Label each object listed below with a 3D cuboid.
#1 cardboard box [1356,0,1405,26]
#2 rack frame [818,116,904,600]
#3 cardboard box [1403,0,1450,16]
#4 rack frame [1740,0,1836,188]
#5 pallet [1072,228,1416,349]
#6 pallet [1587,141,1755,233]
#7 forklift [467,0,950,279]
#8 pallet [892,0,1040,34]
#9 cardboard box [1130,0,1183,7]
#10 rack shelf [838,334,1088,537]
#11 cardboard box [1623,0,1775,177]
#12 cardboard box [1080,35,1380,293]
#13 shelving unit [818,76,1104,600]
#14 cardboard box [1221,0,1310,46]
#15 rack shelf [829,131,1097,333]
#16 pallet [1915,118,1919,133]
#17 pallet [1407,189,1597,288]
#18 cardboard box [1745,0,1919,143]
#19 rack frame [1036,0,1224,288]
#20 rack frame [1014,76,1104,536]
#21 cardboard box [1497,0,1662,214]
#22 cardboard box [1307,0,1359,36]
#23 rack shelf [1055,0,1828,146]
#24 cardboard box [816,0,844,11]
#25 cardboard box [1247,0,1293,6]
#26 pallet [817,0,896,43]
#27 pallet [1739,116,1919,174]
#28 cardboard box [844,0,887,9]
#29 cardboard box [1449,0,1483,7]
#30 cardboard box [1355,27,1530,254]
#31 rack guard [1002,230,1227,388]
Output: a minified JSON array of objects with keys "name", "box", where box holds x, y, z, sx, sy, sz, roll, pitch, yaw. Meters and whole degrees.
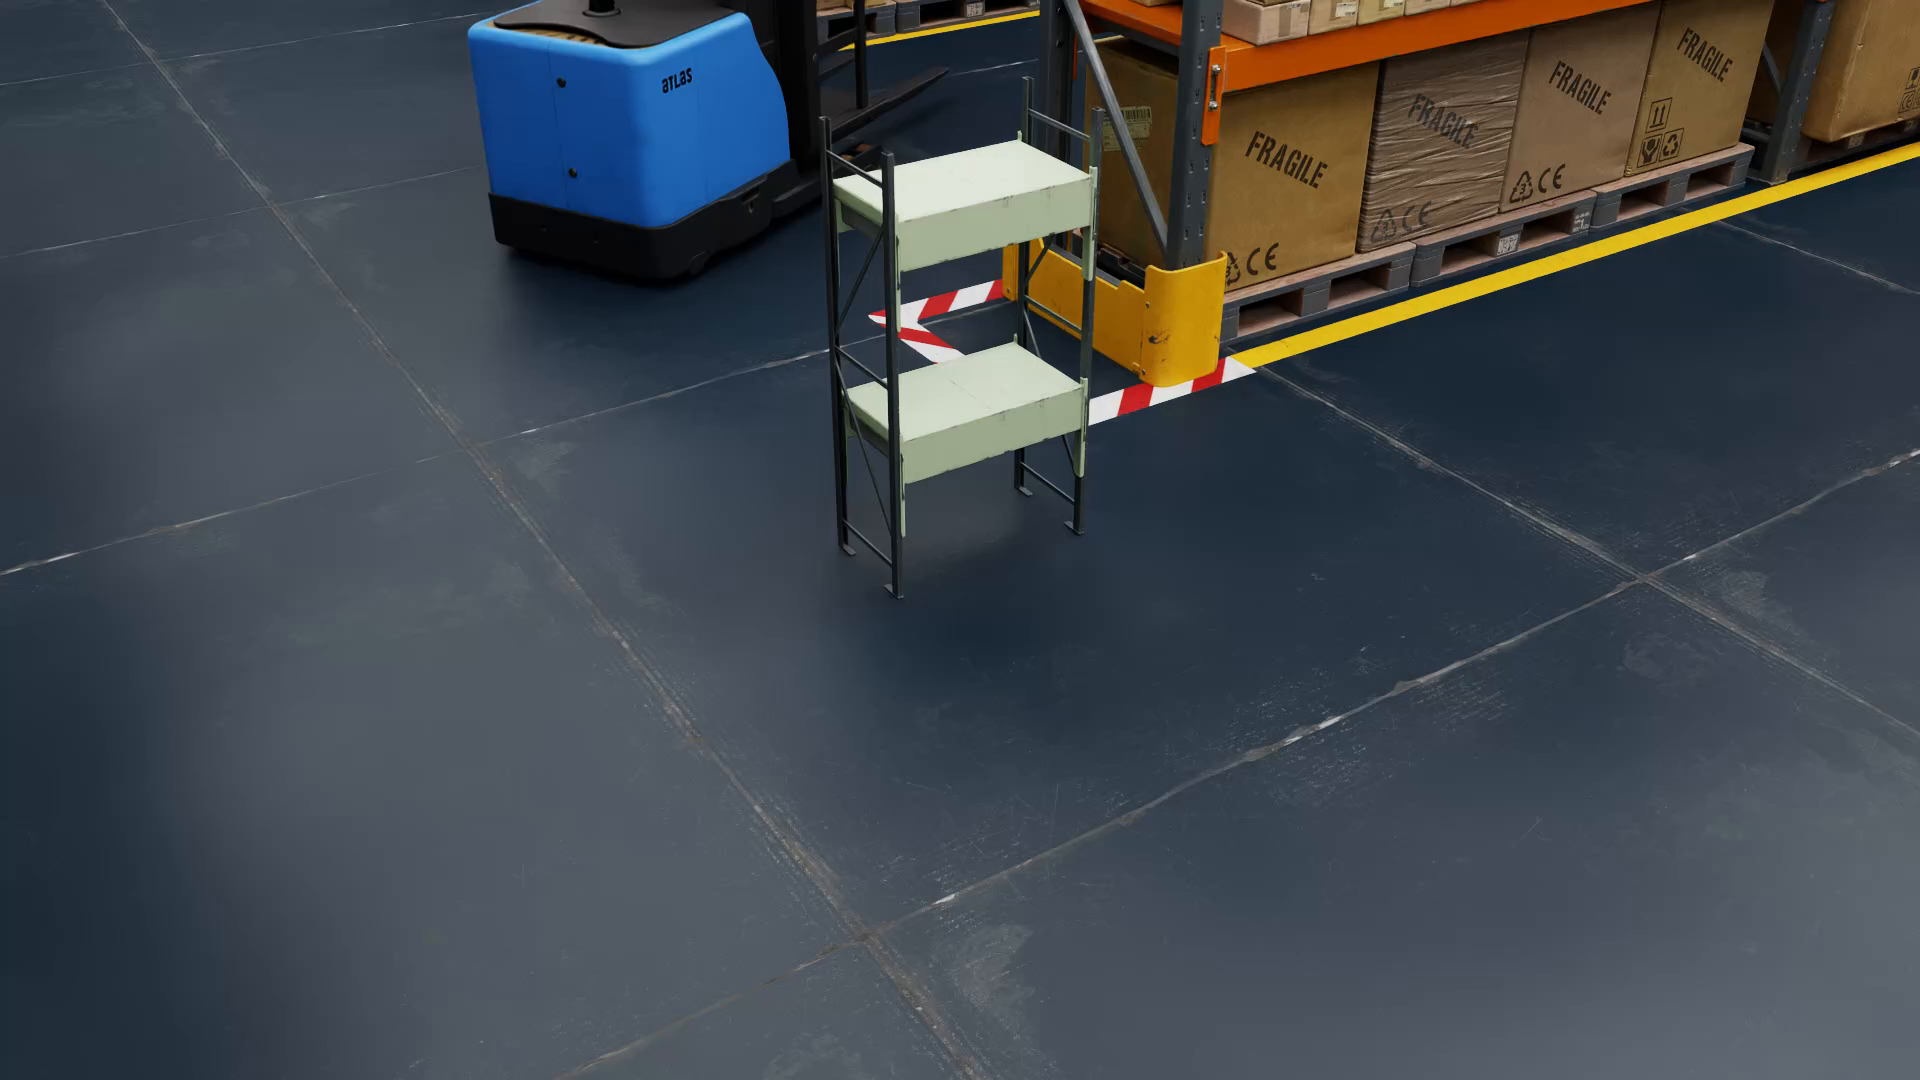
[{"name":"cardboard box","box":[1.554,-2.188,6.642,0.250,0.149,0.380,-20,37,-28]},{"name":"rack frame","box":[-0.302,-0.530,5.185,0.023,1.500,0.400,-19,37,-27]},{"name":"cardboard box","box":[1.773,-2.264,6.762,0.250,0.149,0.380,-20,37,-28]},{"name":"rack frame","box":[4.009,-3.347,8.244,0.127,3.000,1.000,-19,37,-27]},{"name":"pallet","box":[1.277,-1.277,7.577,1.213,0.211,1.003,-19,37,-27]},{"name":"pallet","box":[3.328,-1.982,8.695,1.213,0.211,1.003,-19,37,-27]},{"name":"forklift","box":[-1.066,-3.176,8.038,1.130,2.935,3.031,16,36,23]},{"name":"pallet","box":[-0.165,-3.856,11.665,1.213,0.211,1.003,-19,37,-27]},{"name":"cardboard box","box":[0.768,-2.335,6.875,0.250,0.149,0.380,-18,37,-26]},{"name":"rack shelf","box":[0.006,-0.361,5.527,0.720,0.370,0.431,-19,37,-27]},{"name":"cardboard box","box":[3.411,-2.471,8.453,0.875,0.875,0.875,-19,37,-27]},{"name":"cardboard box","box":[1.142,-1.690,7.216,0.875,0.875,0.875,-19,37,-27]},{"name":"shelving unit","box":[0.006,-0.636,5.353,0.755,1.500,0.431,-19,37,-27]},{"name":"cardboard box","box":[1.124,-2.039,6.406,0.250,0.149,0.380,-19,37,-27]},{"name":"rack shelf","box":[0.006,-0.966,5.145,0.720,0.370,0.431,-19,37,-27]},{"name":"pallet","box":[5.643,-2.779,9.957,1.213,0.211,1.003,-19,37,-27]},{"name":"pallet","box":[2.301,-1.628,8.132,1.213,0.211,1.003,-19,37,-27]},{"name":"cardboard box","box":[4.536,-2.820,9.006,0.875,0.875,1.225,-19,37,-27]},{"name":"rack frame","box":[0.647,-2.190,6.411,0.127,3.000,1.000,-19,37,-27]},{"name":"rack frame","box":[0.313,-0.742,5.521,0.023,1.500,0.400,-19,37,-27]},{"name":"cardboard box","box":[2.655,-2.210,8.041,0.875,0.875,0.875,-19,37,-27]},{"name":"cardboard box","box":[1.339,-2.113,6.524,0.250,0.149,0.380,-20,37,-28]},{"name":"rack shelf","box":[2.328,-2.464,7.519,4.000,0.370,1.077,-19,37,-27]},{"name":"cardboard box","box":[-0.961,-3.611,10.941,0.250,0.149,0.380,-19,37,-27]},{"name":"cardboard box","box":[1.197,-2.270,6.399,0.500,0.250,0.500,-20,37,-28]},{"name":"pallet","box":[-1.189,-3.505,11.109,1.213,0.211,1.003,-19,37,-27]},{"name":"pallet","box":[4.617,-2.424,9.395,1.213,0.211,1.003,-19,37,-27]},{"name":"cardboard box","box":[-0.687,-3.635,10.980,0.250,0.149,0.380,-18,37,-27]},{"name":"cardboard box","box":[1.987,-2.337,6.878,0.250,0.149,0.380,-20,37,-28]},{"name":"cardboard box","box":[1.907,-1.953,7.633,0.875,0.875,0.875,-19,37,-27]},{"name":"rack guard","box":[0.627,-1.126,7.067,0.348,0.500,1.175,-19,37,-27]}]
